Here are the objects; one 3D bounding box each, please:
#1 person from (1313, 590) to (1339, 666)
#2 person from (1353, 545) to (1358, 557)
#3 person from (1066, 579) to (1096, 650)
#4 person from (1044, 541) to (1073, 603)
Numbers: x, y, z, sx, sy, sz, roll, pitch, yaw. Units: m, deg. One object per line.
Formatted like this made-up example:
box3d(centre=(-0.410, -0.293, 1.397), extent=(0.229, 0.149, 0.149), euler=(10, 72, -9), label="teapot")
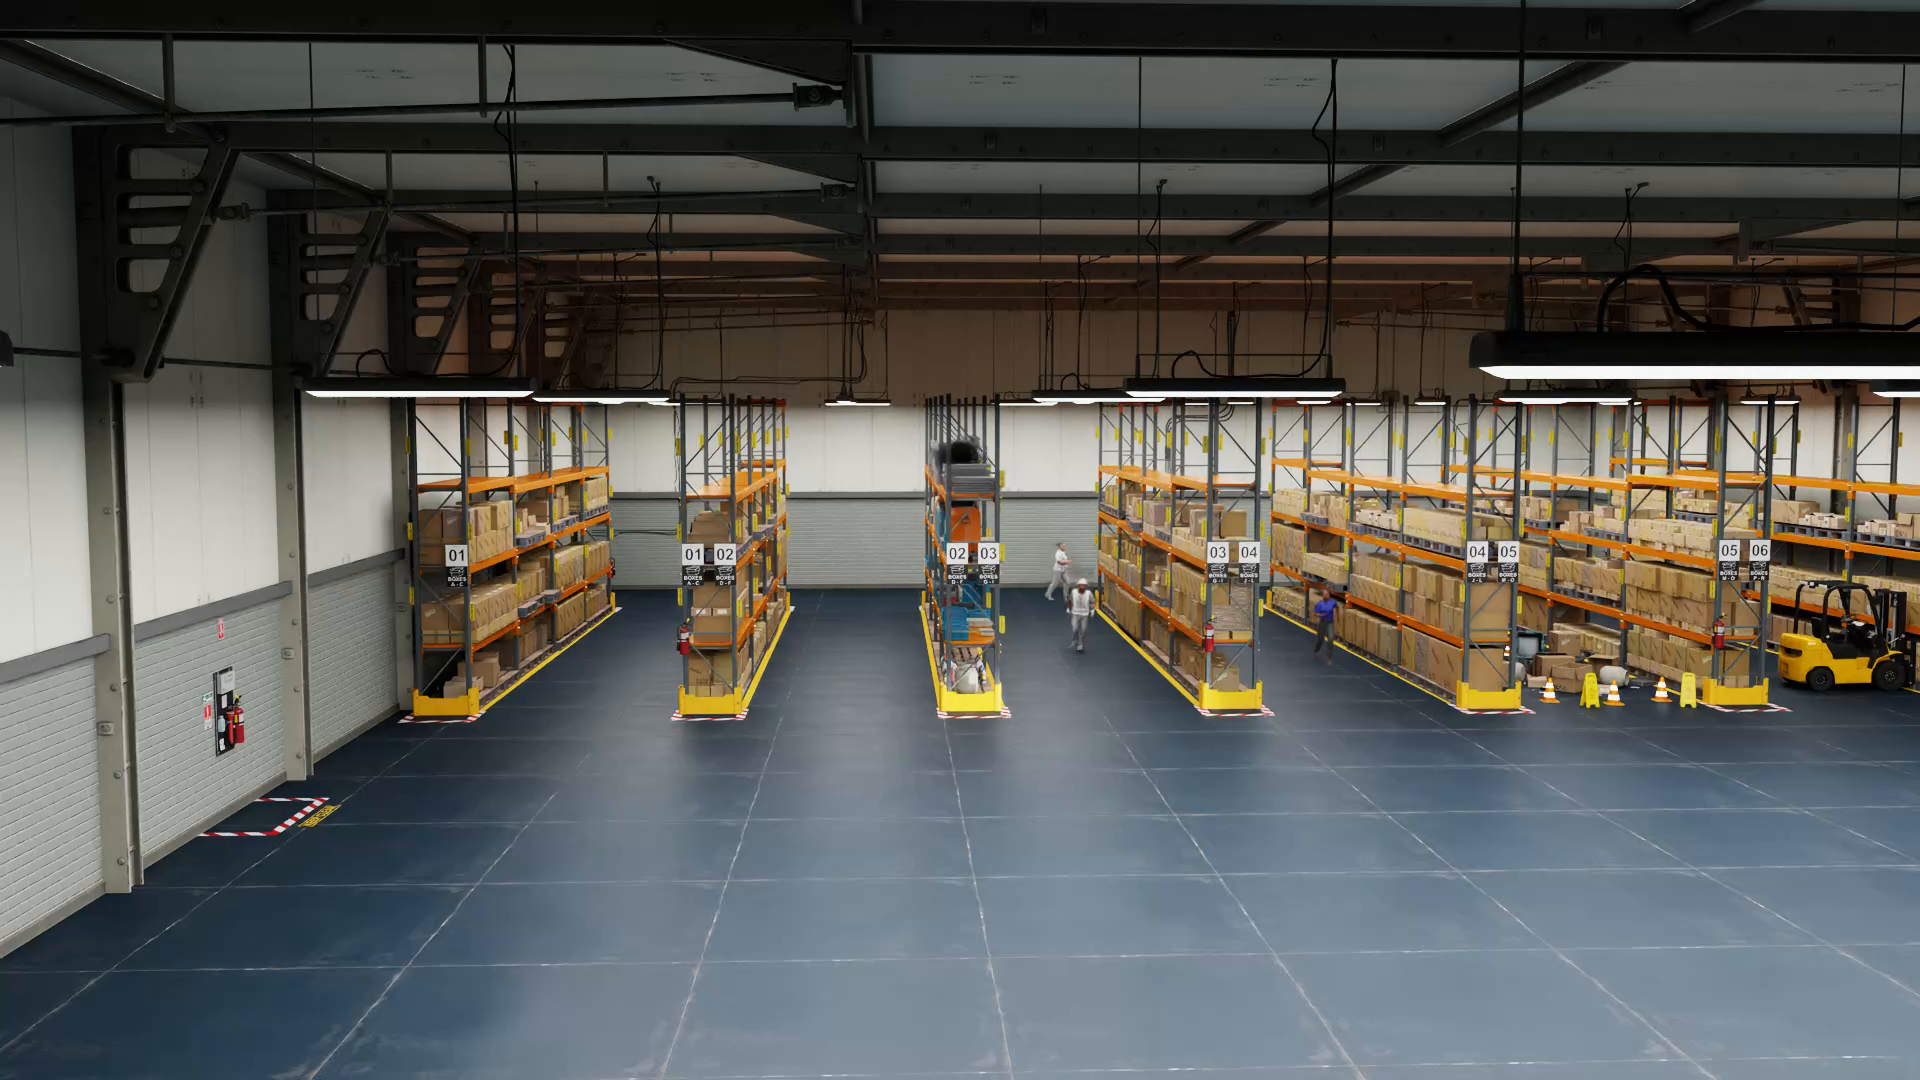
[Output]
box3d(centre=(8.230, 1.949, 37.407), extent=(0.596, 1.699, 0.895), euler=(0, 5, 4), label="person")
box3d(centre=(12.036, 0.944, 50.613), extent=(0.725, 1.554, 0.540), euler=(-2, 5, -24), label="person")
box3d(centre=(2.846, 1.760, 39.085), extent=(0.680, 1.729, 0.800), euler=(0, 5, 2), label="person")
box3d(centre=(2.953, 0.950, 49.237), extent=(0.886, 1.839, 0.655), euler=(2, 5, 21), label="person")
